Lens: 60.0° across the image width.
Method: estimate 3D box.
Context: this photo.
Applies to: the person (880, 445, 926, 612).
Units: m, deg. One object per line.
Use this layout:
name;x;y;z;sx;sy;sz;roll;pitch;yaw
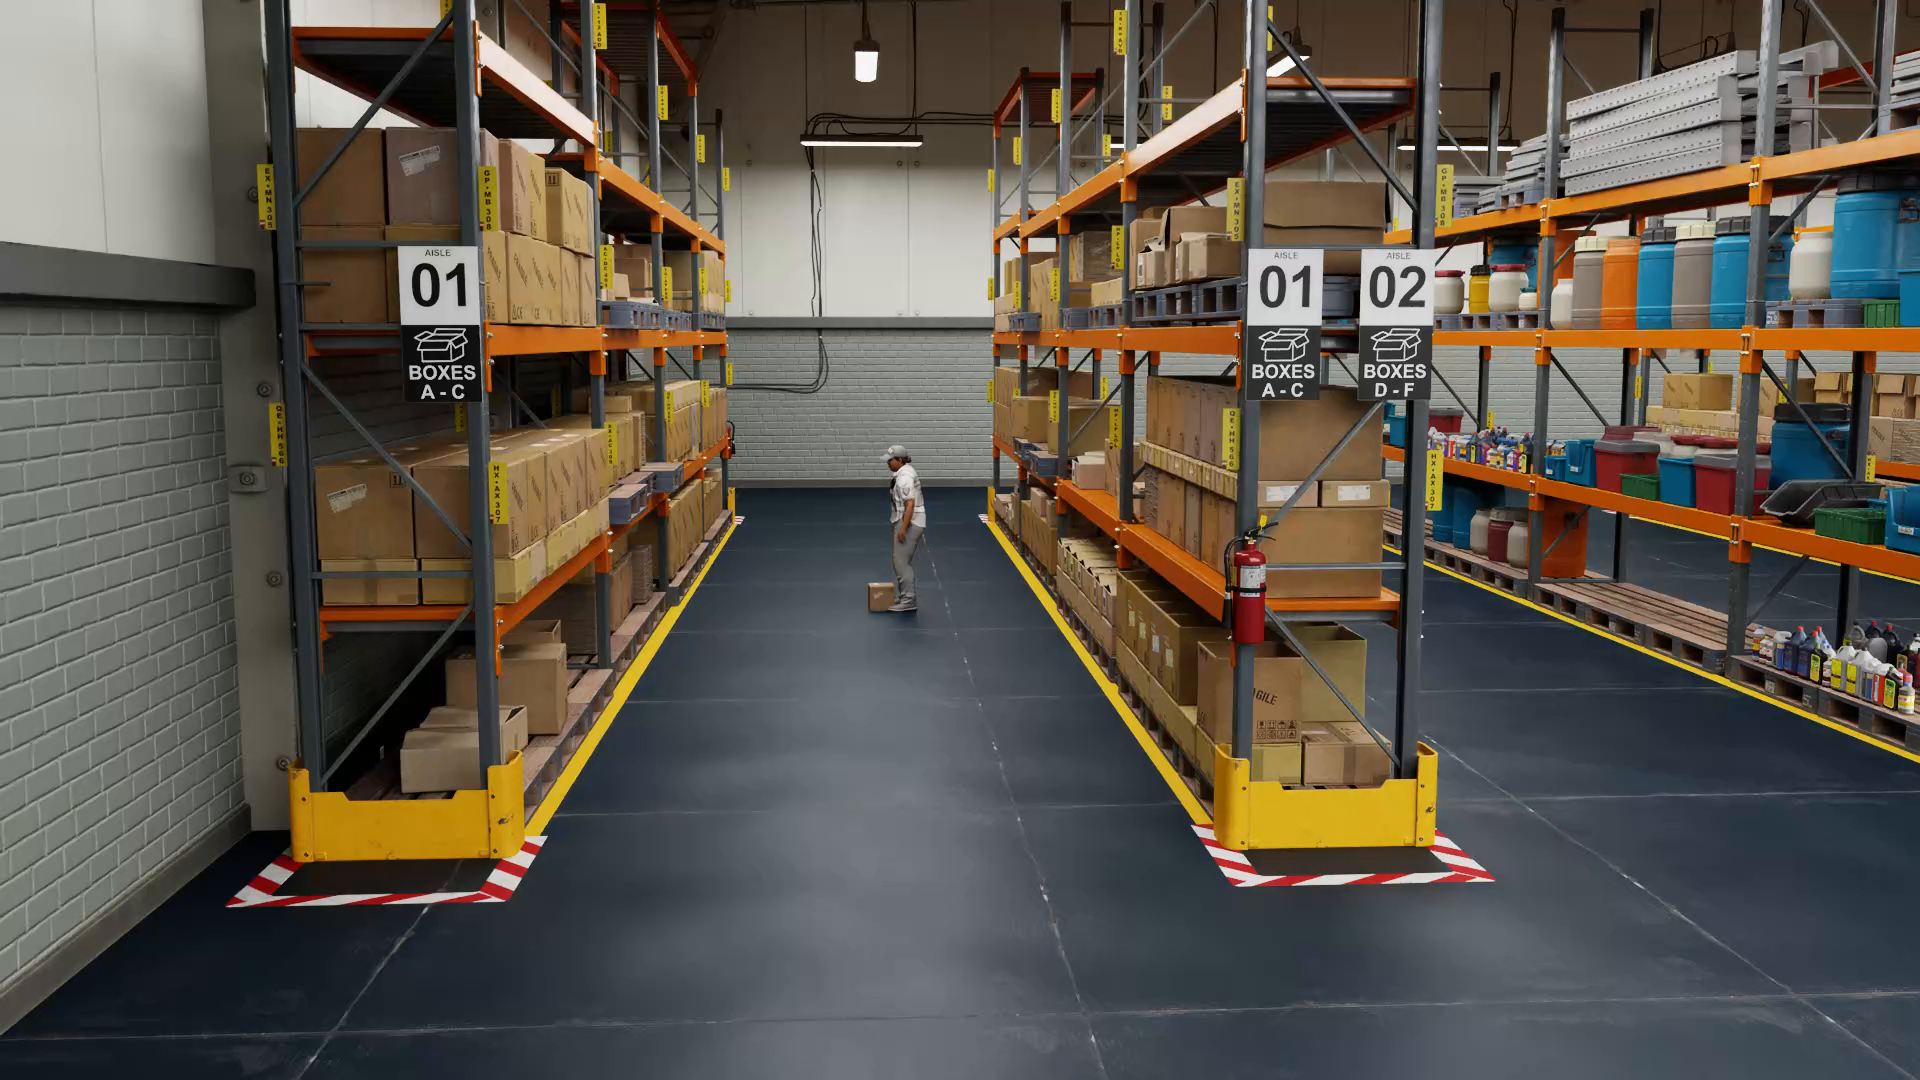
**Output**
person;-0.580;-0.128;16.771;0.463;1.667;0.562;-1;7;-6
